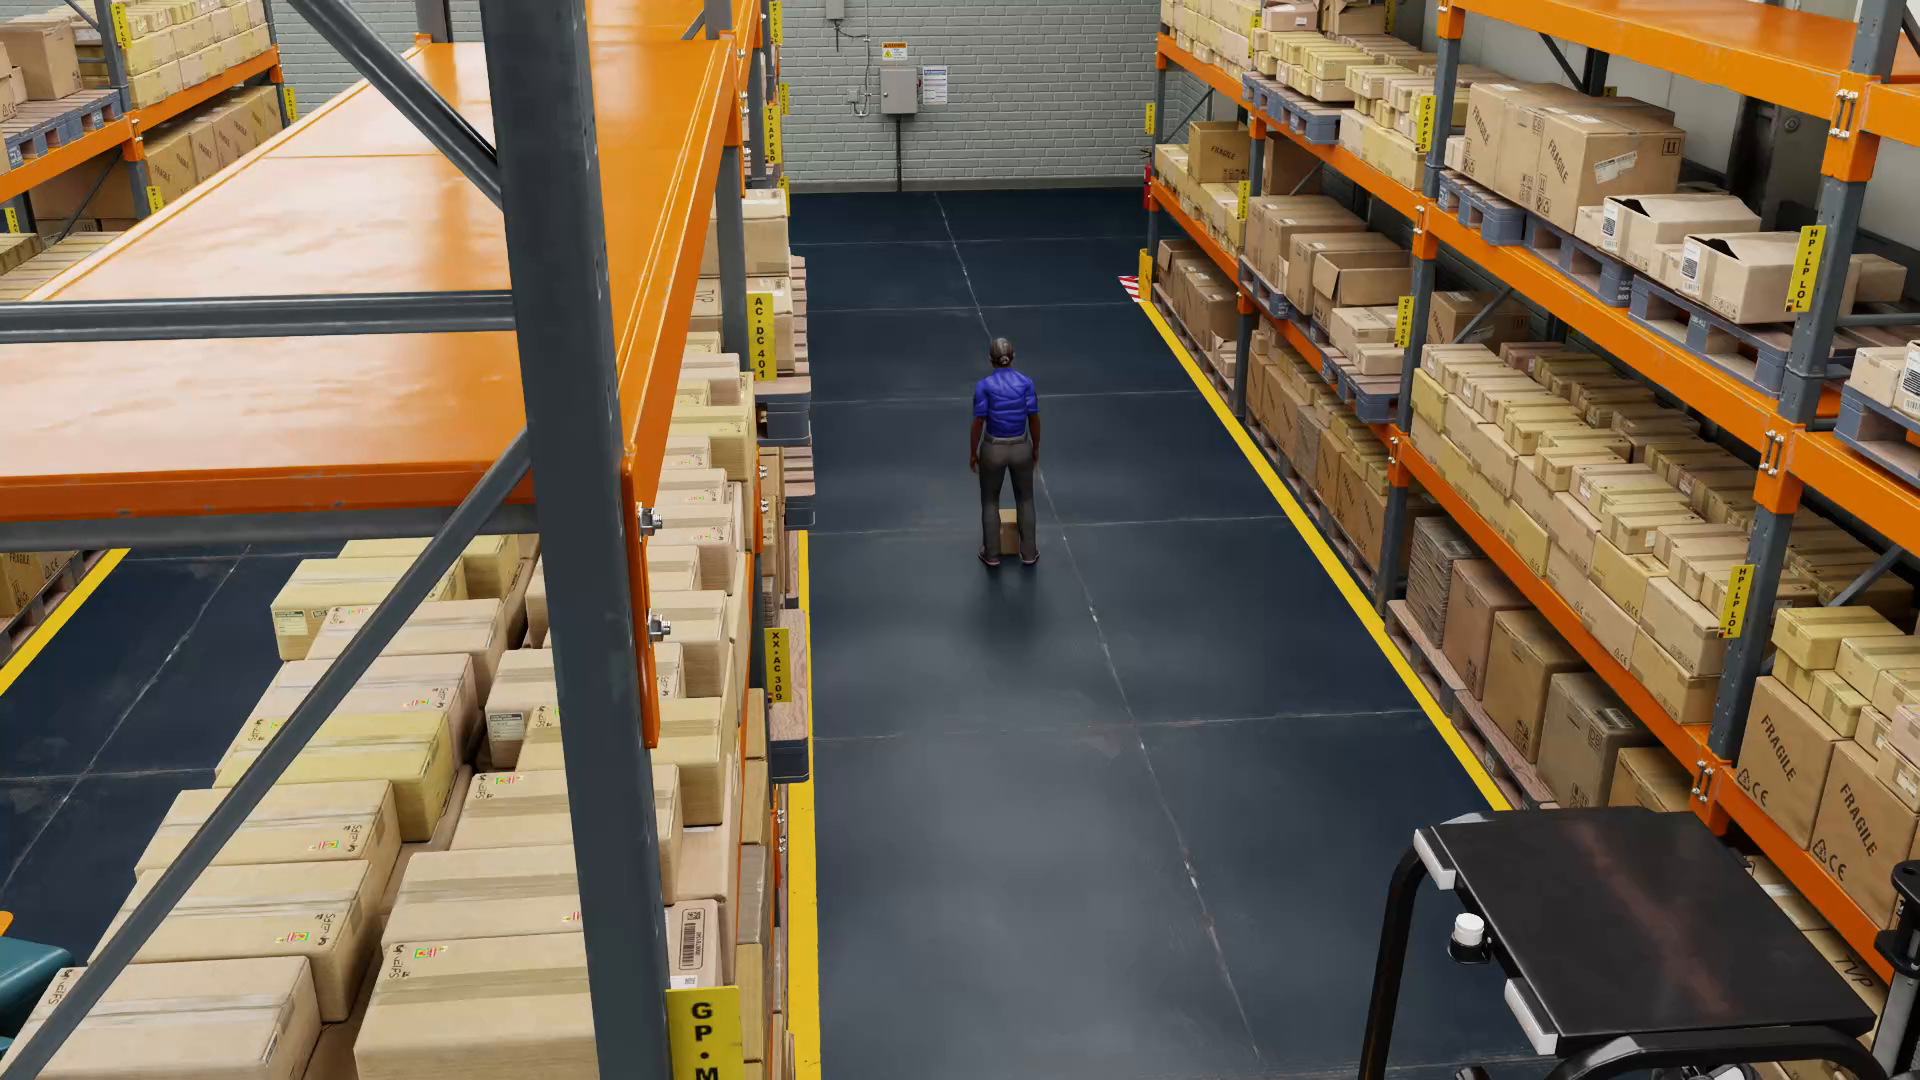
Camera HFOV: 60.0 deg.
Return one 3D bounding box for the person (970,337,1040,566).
[{"bbox_3d":[0.328,-0.610,11.690,0.532,1.655,0.349,-4,24,-8],"label":"person"}]
